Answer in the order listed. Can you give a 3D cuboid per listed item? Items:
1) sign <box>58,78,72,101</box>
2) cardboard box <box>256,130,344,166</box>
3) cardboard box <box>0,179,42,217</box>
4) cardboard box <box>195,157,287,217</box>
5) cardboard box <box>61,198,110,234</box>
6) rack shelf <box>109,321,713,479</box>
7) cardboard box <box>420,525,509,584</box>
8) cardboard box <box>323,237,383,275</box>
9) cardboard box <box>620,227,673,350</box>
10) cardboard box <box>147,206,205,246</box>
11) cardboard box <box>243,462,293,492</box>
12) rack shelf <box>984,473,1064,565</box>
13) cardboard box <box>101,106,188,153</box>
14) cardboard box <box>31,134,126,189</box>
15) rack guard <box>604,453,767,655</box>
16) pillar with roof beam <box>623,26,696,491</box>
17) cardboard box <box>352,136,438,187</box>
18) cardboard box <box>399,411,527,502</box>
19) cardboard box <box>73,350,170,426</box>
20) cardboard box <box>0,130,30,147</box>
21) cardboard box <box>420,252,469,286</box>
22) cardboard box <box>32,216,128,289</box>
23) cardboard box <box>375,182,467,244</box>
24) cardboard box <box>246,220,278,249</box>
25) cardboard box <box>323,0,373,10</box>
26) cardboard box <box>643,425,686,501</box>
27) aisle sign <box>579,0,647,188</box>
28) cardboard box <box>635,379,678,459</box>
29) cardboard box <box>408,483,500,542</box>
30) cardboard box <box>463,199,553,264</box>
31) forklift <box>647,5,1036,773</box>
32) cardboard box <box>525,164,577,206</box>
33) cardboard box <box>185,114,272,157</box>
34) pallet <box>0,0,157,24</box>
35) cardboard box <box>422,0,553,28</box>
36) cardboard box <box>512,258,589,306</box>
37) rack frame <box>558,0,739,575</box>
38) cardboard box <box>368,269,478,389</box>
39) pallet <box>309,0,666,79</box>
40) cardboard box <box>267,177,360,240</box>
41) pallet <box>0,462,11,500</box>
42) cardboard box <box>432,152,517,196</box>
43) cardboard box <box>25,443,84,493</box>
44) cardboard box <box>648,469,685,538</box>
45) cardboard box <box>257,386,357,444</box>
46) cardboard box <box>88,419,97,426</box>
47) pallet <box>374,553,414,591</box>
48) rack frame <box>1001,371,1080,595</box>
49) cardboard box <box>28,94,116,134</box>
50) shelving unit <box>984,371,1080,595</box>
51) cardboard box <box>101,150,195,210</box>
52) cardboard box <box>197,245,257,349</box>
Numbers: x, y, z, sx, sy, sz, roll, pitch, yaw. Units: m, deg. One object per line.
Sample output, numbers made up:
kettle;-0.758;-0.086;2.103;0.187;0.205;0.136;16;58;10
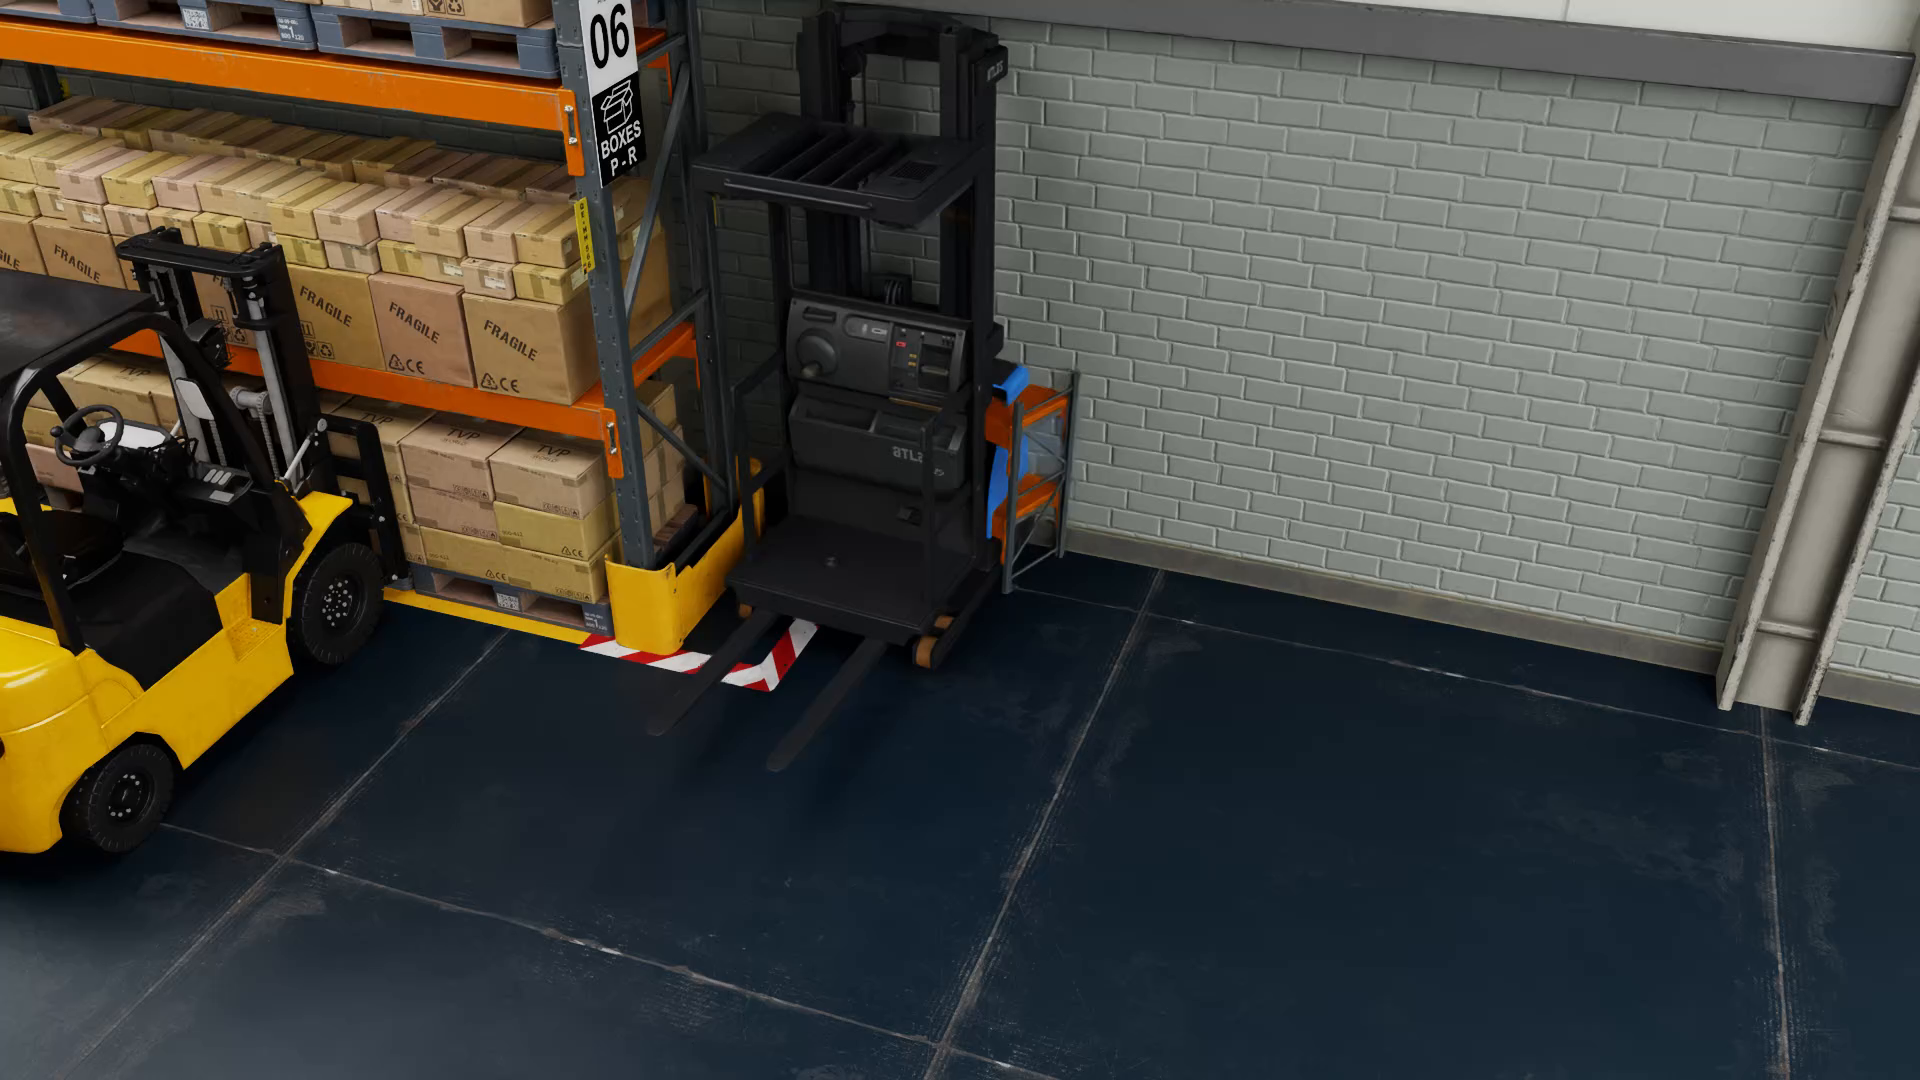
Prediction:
sign;-5.008;-2.419;9.328;0.005;0.325;0.100;11;34;16
cardboard box;-3.369;-1.961;8.525;0.250;0.149;0.380;12;35;18
cardboard box;-4.738;-1.814;8.571;0.250;0.149;0.380;12;35;18
cardboard box;-3.514;-1.736;8.177;0.250;0.149;0.380;11;34;17
cardboard box;-4.276;-1.697;8.391;0.250;0.149;0.380;12;35;18
rack shelf;-3.311;-1.070;8.773;4.000;0.370;1.077;11;34;16
cardboard box;-2.442;-0.048;8.675;0.500;0.250;0.500;11;34;16
cardboard box;-2.820;-1.428;7.973;0.250;0.149;0.380;10;34;15
cardboard box;-1.801;-1.281;8.344;0.500;0.500;0.500;12;35;18
cardboard box;-3.787;-1.611;8.258;0.250;0.149;0.380;10;34;15
cardboard box;-3.423;-0.442;8.823;0.500;0.250;0.500;11;34;16
rack shelf;0.020;-0.270;9.032;1.000;0.278;0.538;26;39;32
cardboard box;-4.315;-2.165;8.841;0.250;0.149;0.380;11;34;16
cardboard box;-4.474;-1.924;8.468;0.250;0.149;0.380;10;34;16
rack guard;-1.406;0.048;8.683;0.348;0.500;1.175;11;34;16
pillar with roof beam;-3.232;-1.916;3.890;0.400;9.000;9.100;11;34;16
cardboard box;-2.859;-1.909;8.445;0.250;0.149;0.380;10;34;15
cardboard box;-2.450;-0.463;8.396;0.500;0.250;0.500;12;35;17
cardboard box;-4.366;-0.832;8.968;0.500;0.250;0.500;11;34;17
cardboard box;-4.994;-1.968;8.536;0.250;0.149;0.380;12;35;17
cardboard box;-2.323;-1.352;7.856;0.250;0.149;0.380;12;35;17
cardboard box;-4.368;-1.479;8.651;0.500;0.500;0.500;12;35;17
cardboard box;-2.544;-1.551;7.890;0.250;0.149;0.380;11;35;17
cardboard box;-3.270;-1.555;8.171;0.250;0.149;0.380;11;34;16
cardboard box;-2.549;-2.471;7.160;0.258;0.266;0.396;11;34;17
cardboard box;-1.801;-0.430;8.805;0.500;0.250;0.500;12;35;17
aisle sign;-1.465;-1.937;7.055;0.004;0.787;0.394;11;34;16
cardboard box;-1.817;-0.632;8.658;0.500;0.250;0.500;10;34;16
cardboard box;-2.460;-0.264;8.549;0.500;0.250;0.500;11;34;16
cardboard box;-2.079;-1.433;7.708;0.250;0.149;0.380;11;34;17
forklift;-0.495;-0.859;7.846;1.130;2.935;3.031;13;35;20
cardboard box;-1.902;-1.697;8.117;0.250;0.149;0.380;12;35;18
cardboard box;-3.821;-2.093;8.731;0.250;0.149;0.380;10;34;16
pallet;-4.382;-2.818;8.134;1.213;0.211;1.003;11;34;16
cardboard box;-1.927;-2.484;6.962;0.500;0.500;0.500;12;35;18
cardboard box;-1.849;-1.241;7.685;0.250;0.149;0.380;12;35;17
rack frame;-1.428;-1.006;8.011;0.127;3.000;1.000;11;34;16
cardboard box;-2.465;-1.104;8.070;0.500;0.500;0.500;12;35;18
pallet;-2.085;-2.372;7.443;1.213;0.211;1.003;11;34;16
cardboard box;-3.072;-1.586;7.945;0.250;0.149;0.380;12;35;17
pallet;-5.900;-0.682;10.079;1.213;0.211;1.003;11;34;16
cardboard box;-2.389;-1.775;8.238;0.250;0.149;0.380;11;35;17
cardboard box;-4.850;-0.502;9.378;0.500;0.250;0.500;11;35;17
cardboard box;-1.825;-0.217;8.937;0.500;0.250;0.500;11;34;17
cardboard box;-3.402;-0.647;8.681;0.500;0.250;0.500;10;34;15
cardboard box;-4.368;-0.632;9.119;0.500;0.250;0.500;11;34;16
pallet;-3.307;-0.178;9.298;1.213;0.211;1.003;11;34;16
rack frame;0.415;-0.287;8.629;0.032;1.125;0.500;26;39;32
cardboard box;-4.791;-2.274;9.010;0.250;0.149;0.380;11;34;17
shelving unit;0.030;-0.477;8.902;1.048;1.125;0.538;26;39;32
cardboard box;-4.013;-1.791;8.262;0.250;0.149;0.380;10;34;16
cardboard box;-3.425;-1.284;8.349;0.500;0.500;0.500;11;35;17
